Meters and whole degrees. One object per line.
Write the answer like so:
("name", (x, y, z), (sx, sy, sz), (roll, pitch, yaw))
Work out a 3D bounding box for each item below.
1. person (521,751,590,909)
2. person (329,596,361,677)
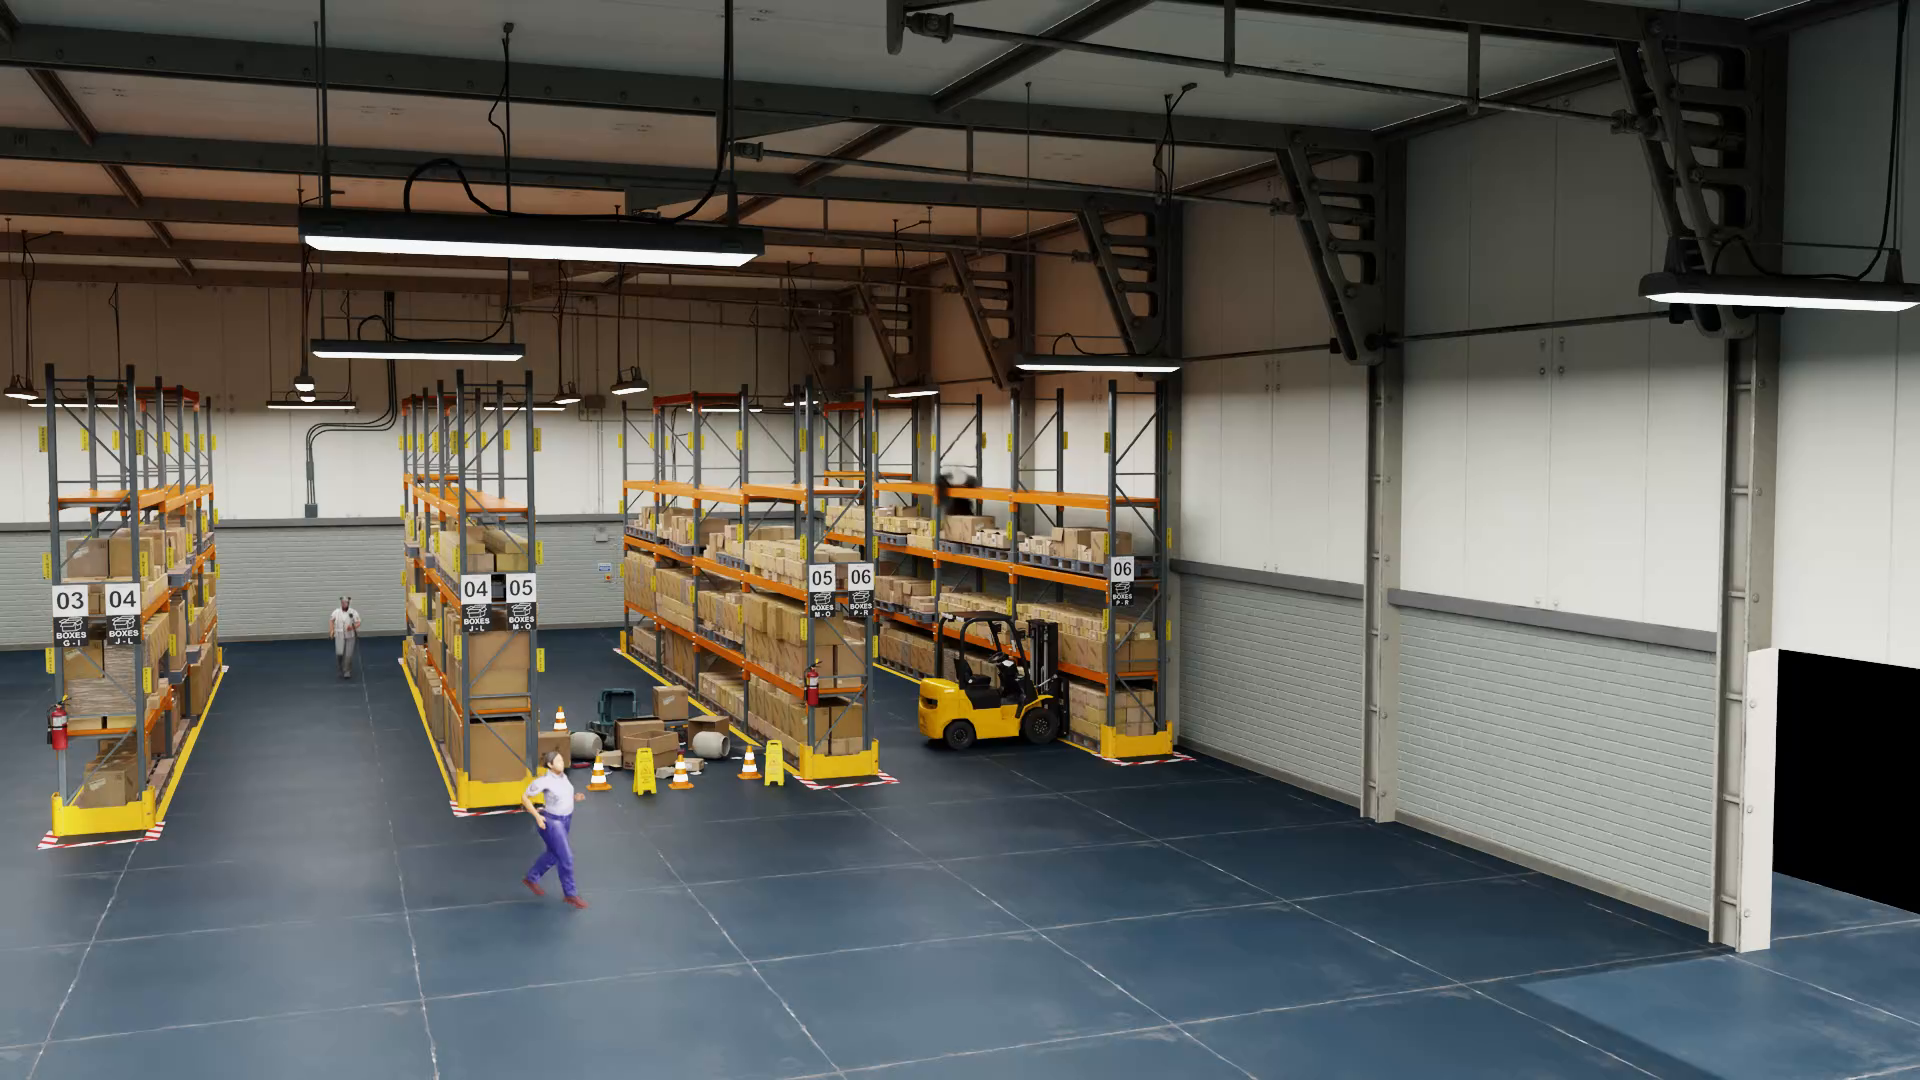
("person", (-4.376, 3.113, 17.992), (0.877, 1.671, 0.594), (1, 3, 15))
("person", (-13.069, 2.051, 35.342), (0.641, 1.744, 0.619), (-1, 4, -19))
